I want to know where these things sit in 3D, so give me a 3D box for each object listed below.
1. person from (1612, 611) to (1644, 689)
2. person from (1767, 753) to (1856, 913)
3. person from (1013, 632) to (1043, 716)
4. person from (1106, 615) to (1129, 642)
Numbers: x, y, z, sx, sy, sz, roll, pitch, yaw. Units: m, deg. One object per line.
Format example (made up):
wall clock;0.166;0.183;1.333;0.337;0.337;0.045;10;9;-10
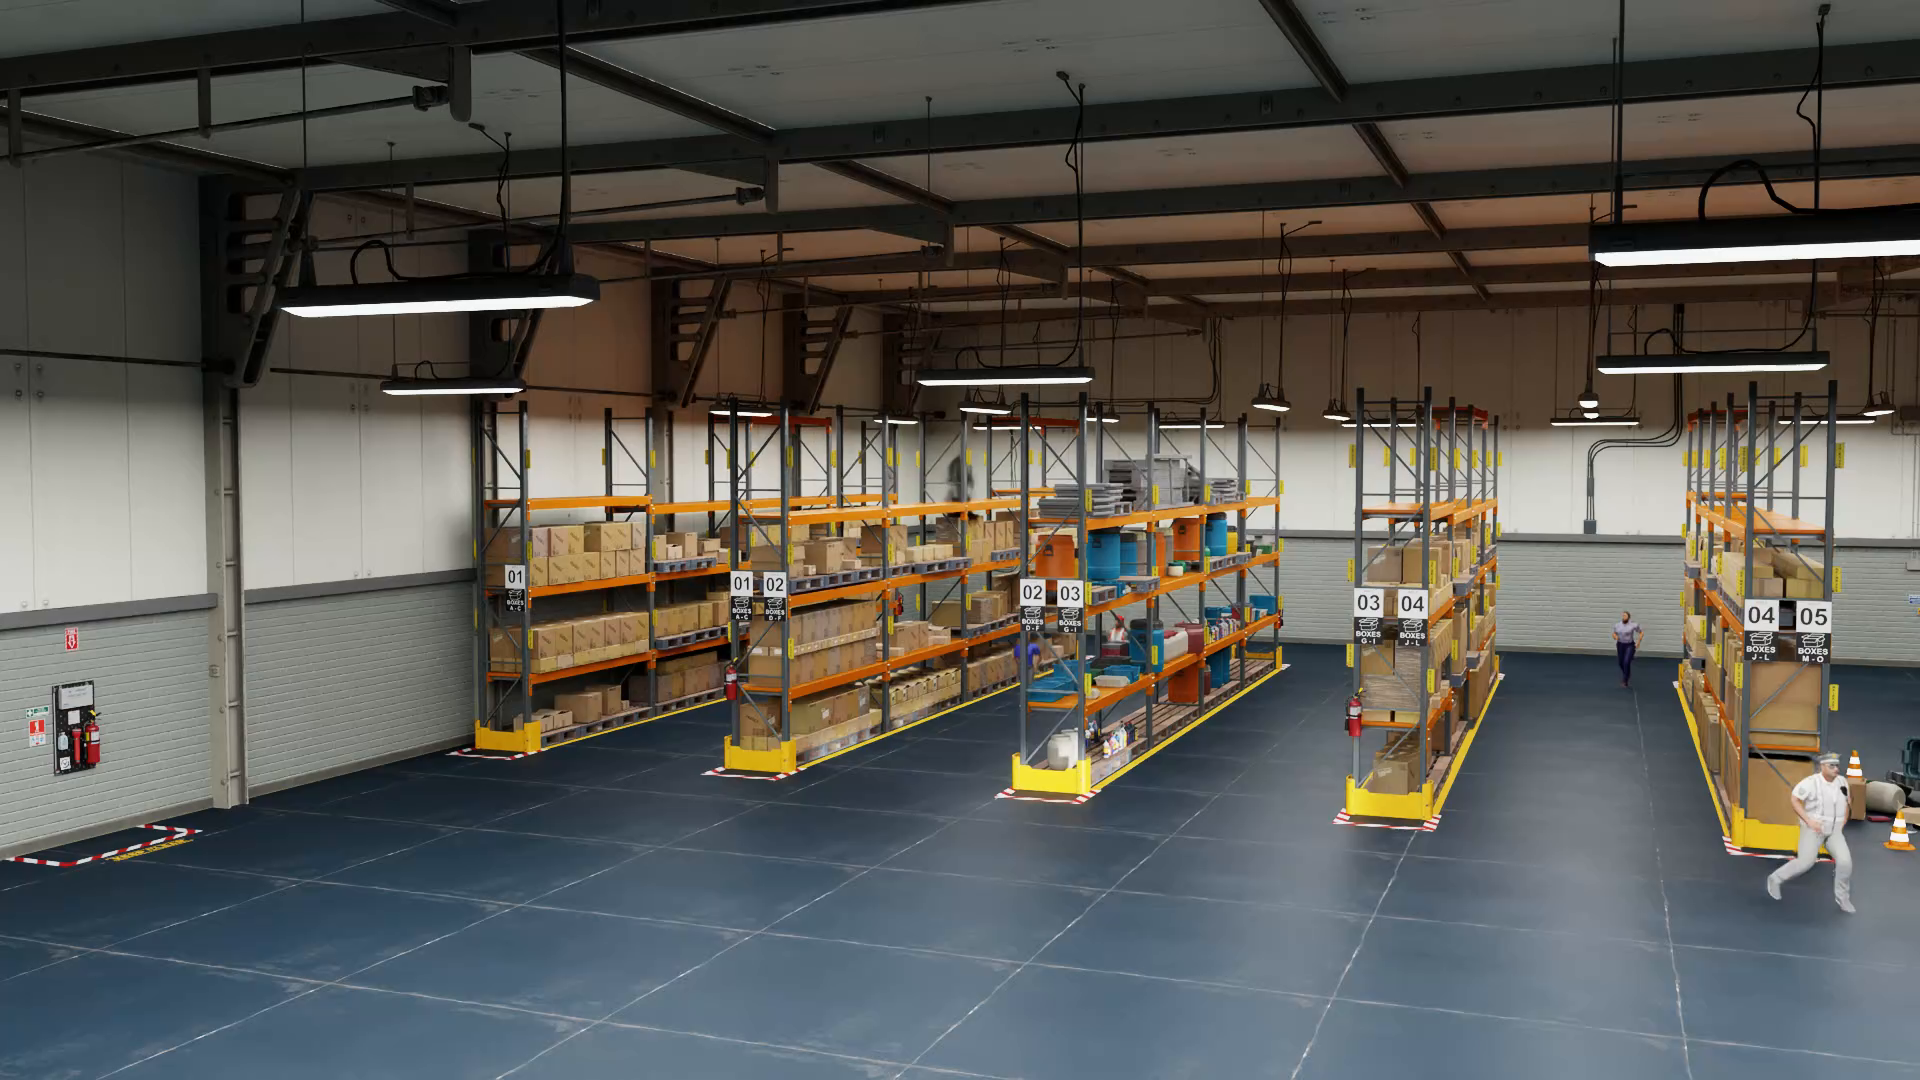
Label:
person;14.677;2.404;36.623;0.622;1.683;0.801;3;4;43
person;9.603;3.250;18.624;0.897;1.788;0.736;-1;3;-12
person;1.295;2.607;32.503;0.549;1.667;0.688;1;3;18
person;3.308;2.445;34.663;0.655;1.772;0.845;1;3;27
